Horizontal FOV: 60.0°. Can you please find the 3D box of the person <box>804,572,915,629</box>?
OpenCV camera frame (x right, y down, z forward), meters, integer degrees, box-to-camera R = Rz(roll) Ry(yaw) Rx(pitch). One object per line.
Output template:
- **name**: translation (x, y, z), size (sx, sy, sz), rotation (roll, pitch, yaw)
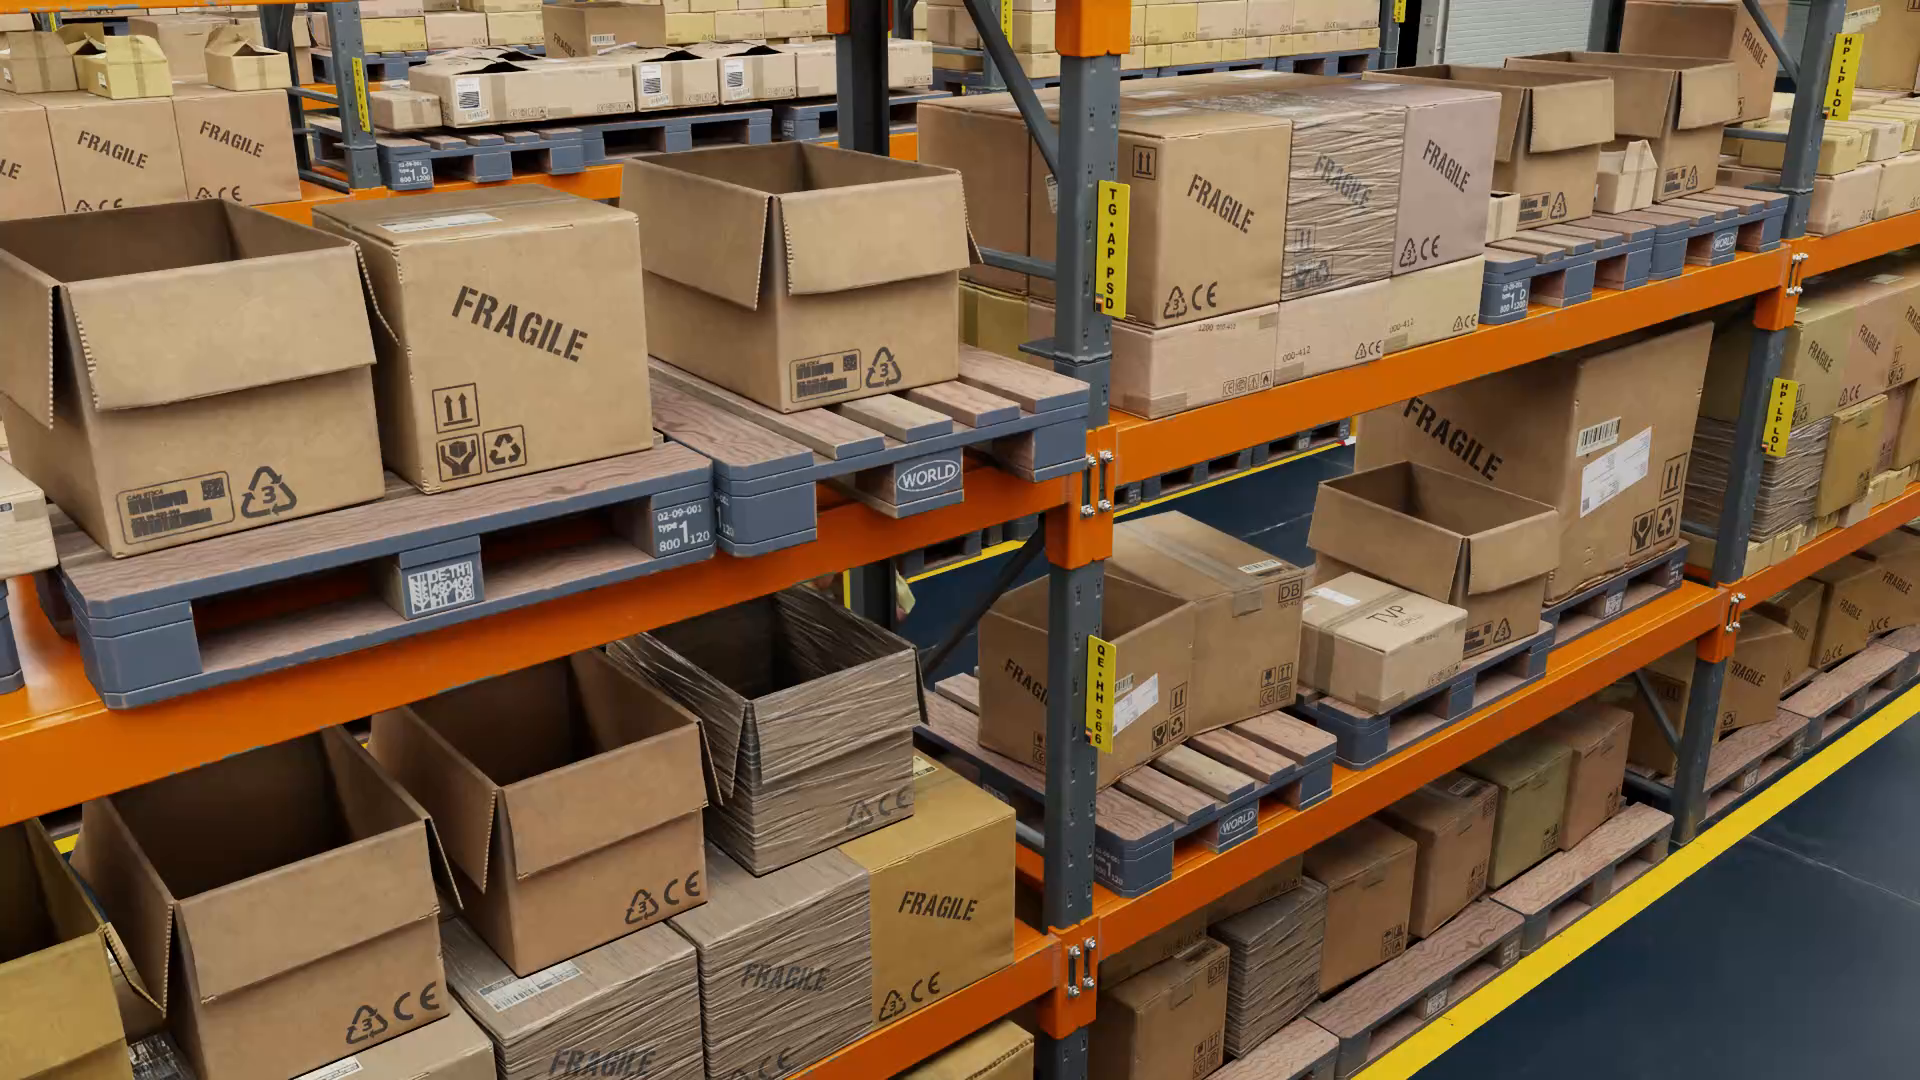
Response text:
- **person**: translation (-0.603, 0.407, 9.098), size (0.801, 0.911, 0.492), rotation (-17, 27, -38)
